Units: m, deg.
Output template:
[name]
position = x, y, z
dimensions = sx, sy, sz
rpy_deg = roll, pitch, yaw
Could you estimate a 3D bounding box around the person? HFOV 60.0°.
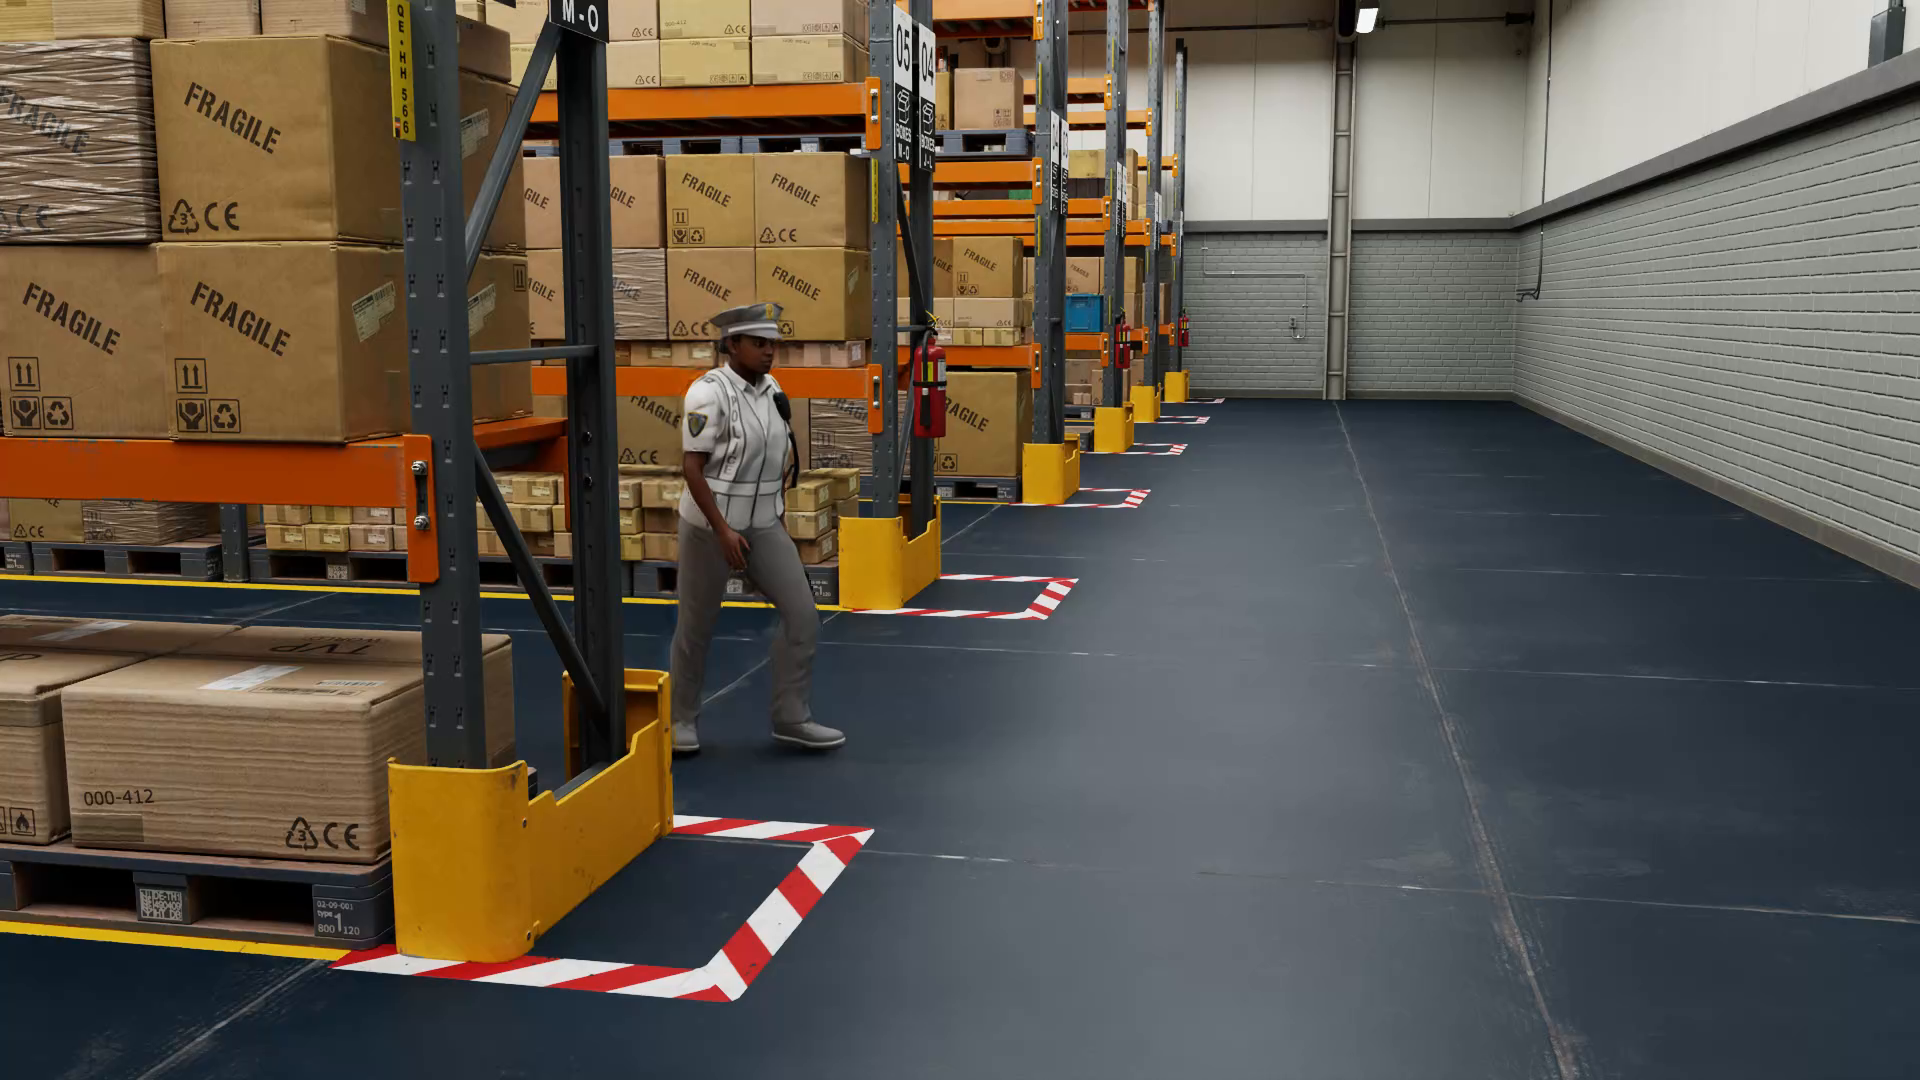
[person]
position = -0.808, -0.043, 6.081
dimensions = 0.553, 1.644, 0.618
rpy_deg = -8, 11, -44
